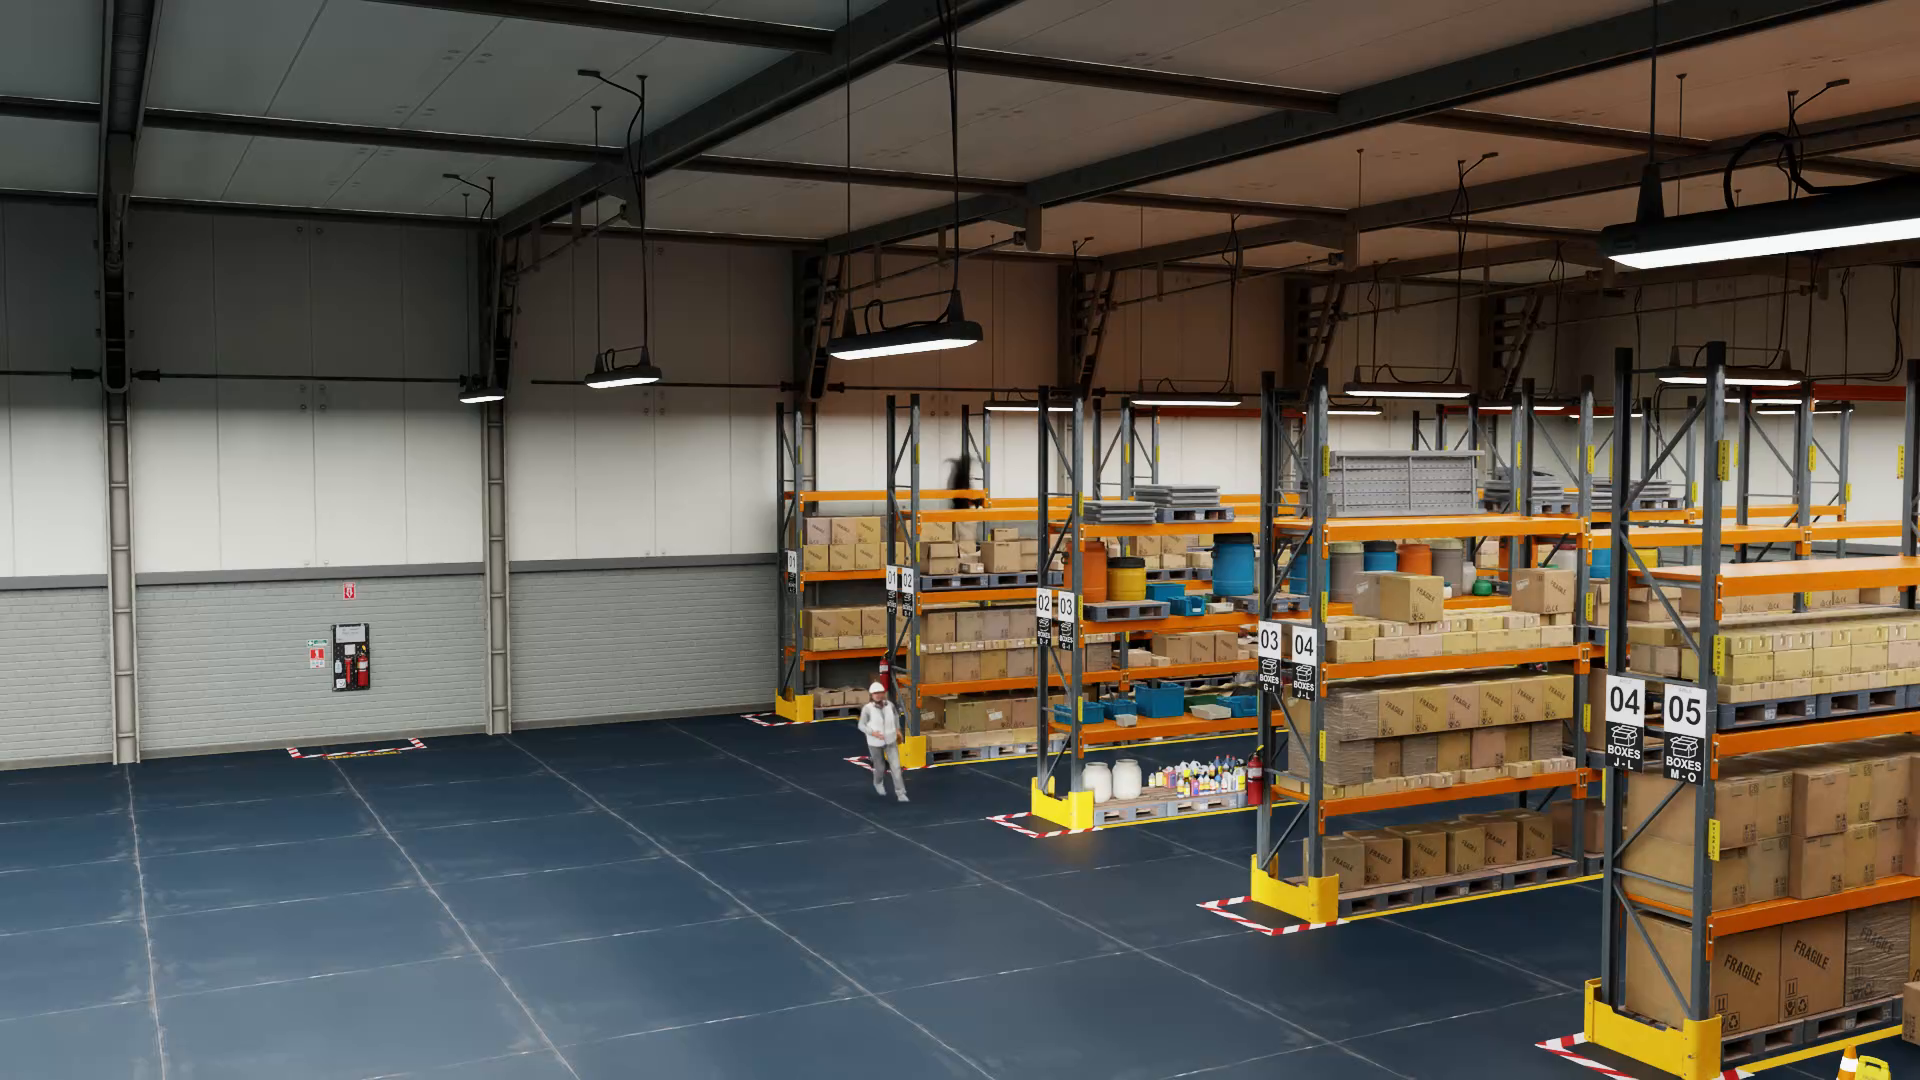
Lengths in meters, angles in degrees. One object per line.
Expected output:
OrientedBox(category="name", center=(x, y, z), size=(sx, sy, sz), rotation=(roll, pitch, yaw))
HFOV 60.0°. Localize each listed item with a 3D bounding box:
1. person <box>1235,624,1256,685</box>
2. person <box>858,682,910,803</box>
OrientedBox(category="person", center=(5.595, 2.467, 32.476), size=(0.633, 1.728, 0.652), rotation=(-1, 4, -24))
OrientedBox(category="person", center=(-1.138, 2.895, 23.951), size=(0.681, 1.710, 1.049), rotation=(-1, 3, -19))
